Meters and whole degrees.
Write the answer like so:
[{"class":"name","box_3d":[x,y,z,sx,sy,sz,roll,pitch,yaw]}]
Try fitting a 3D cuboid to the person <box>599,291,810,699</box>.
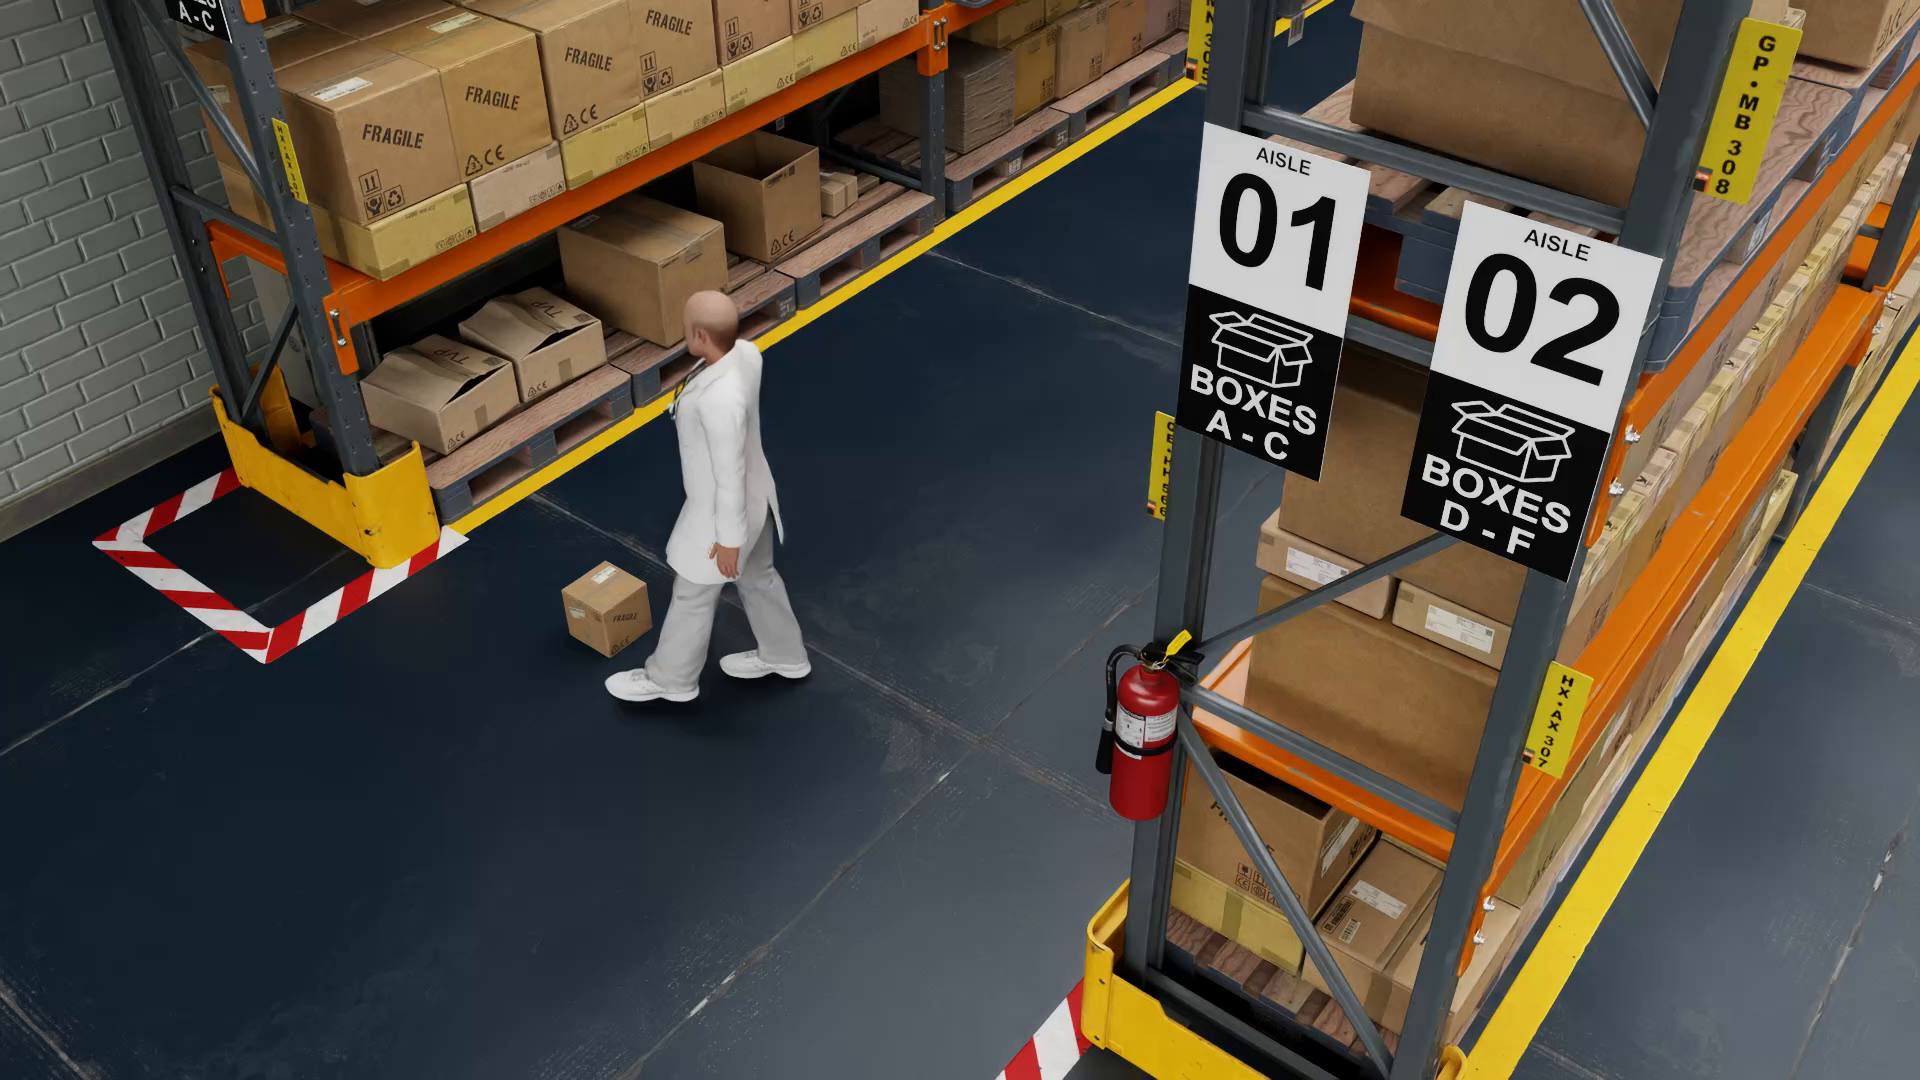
[{"class":"person","box_3d":[-1.028,-0.158,6.348,0.815,1.762,0.635,5,39,6]}]
